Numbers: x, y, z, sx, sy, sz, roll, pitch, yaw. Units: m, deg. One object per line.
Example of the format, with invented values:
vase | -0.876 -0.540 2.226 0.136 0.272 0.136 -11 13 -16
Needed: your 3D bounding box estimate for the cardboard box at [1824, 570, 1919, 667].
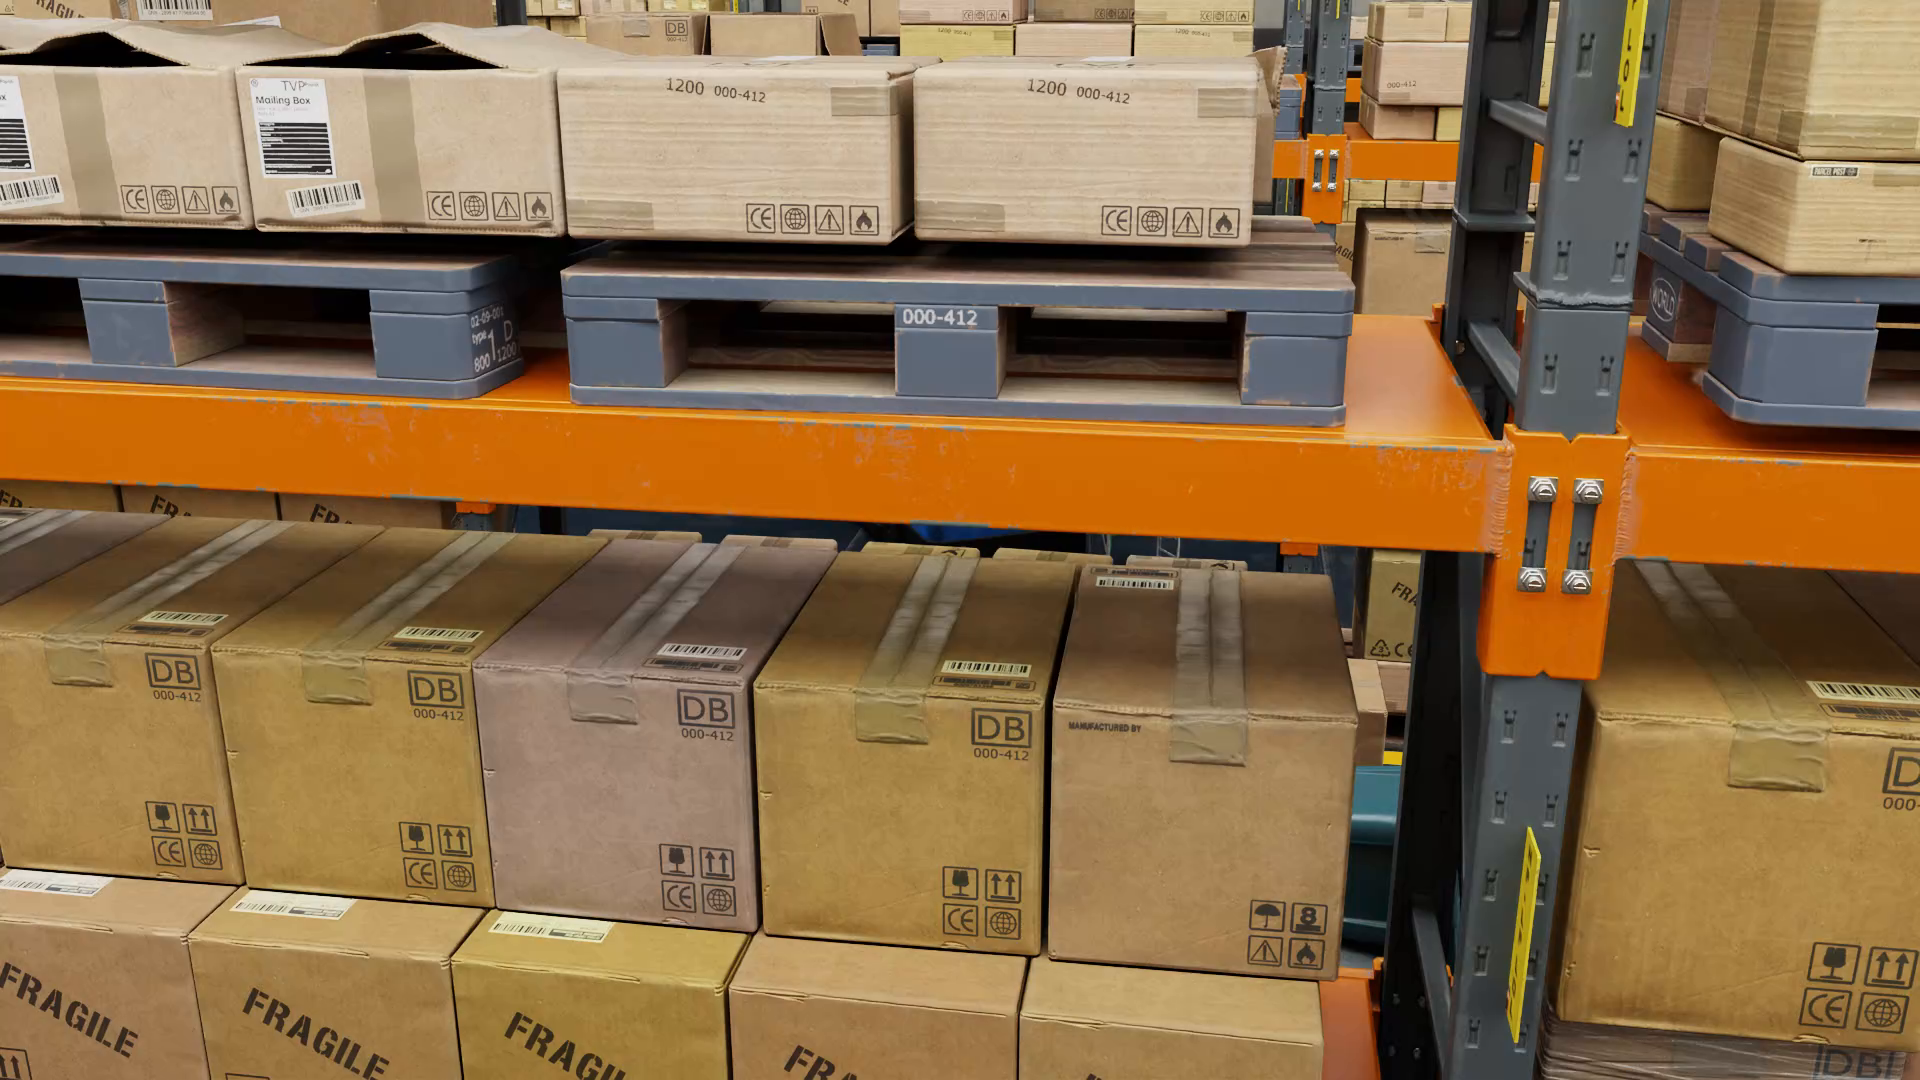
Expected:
cardboard box | 1.862 0.386 2.983 0.550 0.550 0.875 3 19 9

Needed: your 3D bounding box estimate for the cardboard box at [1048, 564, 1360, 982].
cardboard box | 0.451 0.404 3.135 0.500 0.500 0.700 3 19 8

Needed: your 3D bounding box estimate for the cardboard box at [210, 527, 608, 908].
cardboard box | -1.055 0.327 3.364 0.500 0.500 0.700 3 19 8

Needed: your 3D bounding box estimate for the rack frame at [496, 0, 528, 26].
rack frame | -2.322 -3.653 7.540 0.127 3.000 1.000 3 19 9

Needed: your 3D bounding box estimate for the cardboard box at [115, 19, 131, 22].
cardboard box | -3.737 -2.326 7.850 0.258 0.266 0.396 2 19 7

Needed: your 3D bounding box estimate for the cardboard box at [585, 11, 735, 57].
cardboard box | -1.388 -2.227 7.848 0.500 0.500 0.700 3 19 9

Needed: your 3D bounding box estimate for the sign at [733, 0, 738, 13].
sign | -1.627 -3.861 12.074 0.005 0.325 0.100 3 19 9

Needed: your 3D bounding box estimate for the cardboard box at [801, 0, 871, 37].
cardboard box | -0.862 -3.967 12.228 0.500 0.500 0.500 3 19 9

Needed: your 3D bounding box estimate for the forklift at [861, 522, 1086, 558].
forklift | -0.222 -1.577 10.898 1.130 2.935 3.031 -7 20 -19

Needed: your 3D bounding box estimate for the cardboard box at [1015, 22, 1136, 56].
cardboard box | 0.529 -2.169 7.404 0.500 0.250 0.500 3 19 9

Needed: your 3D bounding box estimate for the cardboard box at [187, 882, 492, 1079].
cardboard box | -1.115 0.883 3.278 0.500 0.500 0.500 3 19 8

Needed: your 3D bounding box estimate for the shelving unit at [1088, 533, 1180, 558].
shelving unit | 1.065 -0.376 10.035 0.503 1.200 0.258 -8 20 -23

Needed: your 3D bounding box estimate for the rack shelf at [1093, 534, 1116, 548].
rack shelf | 1.065 -0.088 10.131 0.480 0.148 0.258 -8 20 -23

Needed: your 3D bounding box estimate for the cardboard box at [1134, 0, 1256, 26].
cardboard box | 1.035 -2.384 7.260 0.500 0.250 0.500 3 19 10

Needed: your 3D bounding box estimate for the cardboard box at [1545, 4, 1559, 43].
cardboard box | 2.407 -2.150 6.914 0.250 0.149 0.380 2 19 7

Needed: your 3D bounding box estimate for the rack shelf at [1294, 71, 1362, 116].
rack shelf | 4.386 -3.143 11.876 4.000 0.370 1.077 3 19 9

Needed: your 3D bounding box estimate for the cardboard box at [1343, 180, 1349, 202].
cardboard box | 2.679 -2.549 12.046 0.250 0.149 0.380 3 19 10

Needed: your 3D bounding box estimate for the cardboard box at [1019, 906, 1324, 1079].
cardboard box | 0.384 0.959 3.052 0.500 0.500 0.500 3 19 8

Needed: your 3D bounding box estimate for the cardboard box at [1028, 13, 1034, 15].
cardboard box | 0.576 -3.839 12.370 0.250 0.166 0.380 3 19 9

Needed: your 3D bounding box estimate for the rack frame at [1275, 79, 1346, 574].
rack frame | 1.627 -0.607 7.890 0.127 3.000 1.000 3 19 9

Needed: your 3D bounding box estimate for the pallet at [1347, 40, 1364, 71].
pallet | 3.257 -3.508 11.972 1.213 0.211 1.003 3 19 9

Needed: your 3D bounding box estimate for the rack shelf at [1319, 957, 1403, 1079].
rack shelf | -1.033 1.189 3.655 4.000 0.370 1.077 3 19 9

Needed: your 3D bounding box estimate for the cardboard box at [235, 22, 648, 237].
cardboard box | -0.824 -0.697 2.753 0.500 0.311 0.500 2 19 7

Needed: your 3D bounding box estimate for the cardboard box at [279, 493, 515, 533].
cardboard box | -2.991 -0.061 8.944 0.875 0.875 0.875 3 19 8

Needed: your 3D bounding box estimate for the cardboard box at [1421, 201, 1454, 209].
cardboard box | 3.433 -2.366 11.968 0.250 0.149 0.380 3 19 10

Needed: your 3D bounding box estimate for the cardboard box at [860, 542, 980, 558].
cardboard box | -0.288 0.345 8.525 0.625 0.372 0.950 4 19 10

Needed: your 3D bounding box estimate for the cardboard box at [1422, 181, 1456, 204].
cardboard box | 3.442 -2.509 11.927 0.250 0.149 0.380 3 19 10

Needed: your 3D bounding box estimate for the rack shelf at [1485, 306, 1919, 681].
rack shelf | 2.917 -0.032 2.577 4.000 0.370 1.077 3 19 9

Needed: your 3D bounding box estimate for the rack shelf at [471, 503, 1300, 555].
rack shelf | -0.347 -0.367 8.305 4.000 0.370 1.077 3 19 9

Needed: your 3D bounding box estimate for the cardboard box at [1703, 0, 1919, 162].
cardboard box | 1.380 -0.678 2.322 0.500 0.250 0.500 3 19 9

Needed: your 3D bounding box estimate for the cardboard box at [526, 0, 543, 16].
cardboard box | -3.206 -4.035 12.547 0.250 0.149 0.380 3 19 9

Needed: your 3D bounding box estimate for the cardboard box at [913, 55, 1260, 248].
cardboard box | 0.219 -0.635 2.662 0.500 0.250 0.500 3 19 9

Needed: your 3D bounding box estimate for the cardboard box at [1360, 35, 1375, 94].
cardboard box | 2.108 -2.162 7.576 0.500 0.250 0.500 3 19 8

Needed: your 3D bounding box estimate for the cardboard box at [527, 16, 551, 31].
cardboard box | -3.193 -3.919 12.670 0.250 0.149 0.380 3 19 10

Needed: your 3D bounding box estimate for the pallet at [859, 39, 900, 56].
pallet | -0.854 -3.690 12.675 1.003 0.211 1.213 4 19 11

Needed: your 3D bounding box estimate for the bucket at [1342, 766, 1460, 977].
bucket | 1.442 1.065 5.656 0.620 0.611 0.726 -1 16 31

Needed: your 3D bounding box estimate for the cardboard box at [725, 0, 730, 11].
cardboard box | -1.858 -4.150 12.892 0.250 0.149 0.380 2 19 7

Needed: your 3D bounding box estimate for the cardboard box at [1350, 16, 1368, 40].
cardboard box | 2.806 -3.594 11.668 0.250 0.149 0.380 3 19 10

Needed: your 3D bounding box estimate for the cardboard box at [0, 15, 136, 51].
cardboard box | -1.928 -0.921 3.421 0.500 0.311 0.500 3 19 9

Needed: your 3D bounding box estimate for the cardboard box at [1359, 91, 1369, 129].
cardboard box | 1.988 -1.990 7.692 0.250 0.149 0.380 3 19 9

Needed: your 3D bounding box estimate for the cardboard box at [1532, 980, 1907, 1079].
cardboard box | 1.308 0.893 3.172 0.550 0.550 0.875 3 19 9

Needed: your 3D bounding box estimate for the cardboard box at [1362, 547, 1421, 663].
cardboard box | 2.167 0.256 7.799 0.500 0.500 0.500 4 19 11

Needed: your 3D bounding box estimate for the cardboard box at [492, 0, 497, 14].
cardboard box | -3.647 -4.208 13.033 0.250 0.149 0.380 3 19 10

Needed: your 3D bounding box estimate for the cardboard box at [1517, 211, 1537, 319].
cardboard box | 2.528 -1.147 7.302 0.500 0.500 0.700 3 19 9

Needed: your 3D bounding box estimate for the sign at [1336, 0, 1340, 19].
sign | 1.543 -2.287 6.749 0.005 0.325 0.100 3 19 9

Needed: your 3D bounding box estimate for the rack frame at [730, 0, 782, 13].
rack frame | -1.538 -5.209 12.188 0.127 3.000 1.000 3 19 9

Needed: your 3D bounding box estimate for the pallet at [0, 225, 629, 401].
pallet | -1.259 -0.514 3.183 1.213 0.211 1.003 4 19 11

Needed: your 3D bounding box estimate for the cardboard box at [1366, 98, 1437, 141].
cardboard box | 1.899 -1.817 7.175 0.250 0.149 0.380 3 19 8

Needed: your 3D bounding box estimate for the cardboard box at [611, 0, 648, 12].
cardboard box | -2.438 -4.014 12.483 0.250 0.149 0.380 2 19 7

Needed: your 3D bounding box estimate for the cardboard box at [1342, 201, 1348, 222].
cardboard box | 2.684 -2.419 12.125 0.250 0.149 0.380 3 19 8
